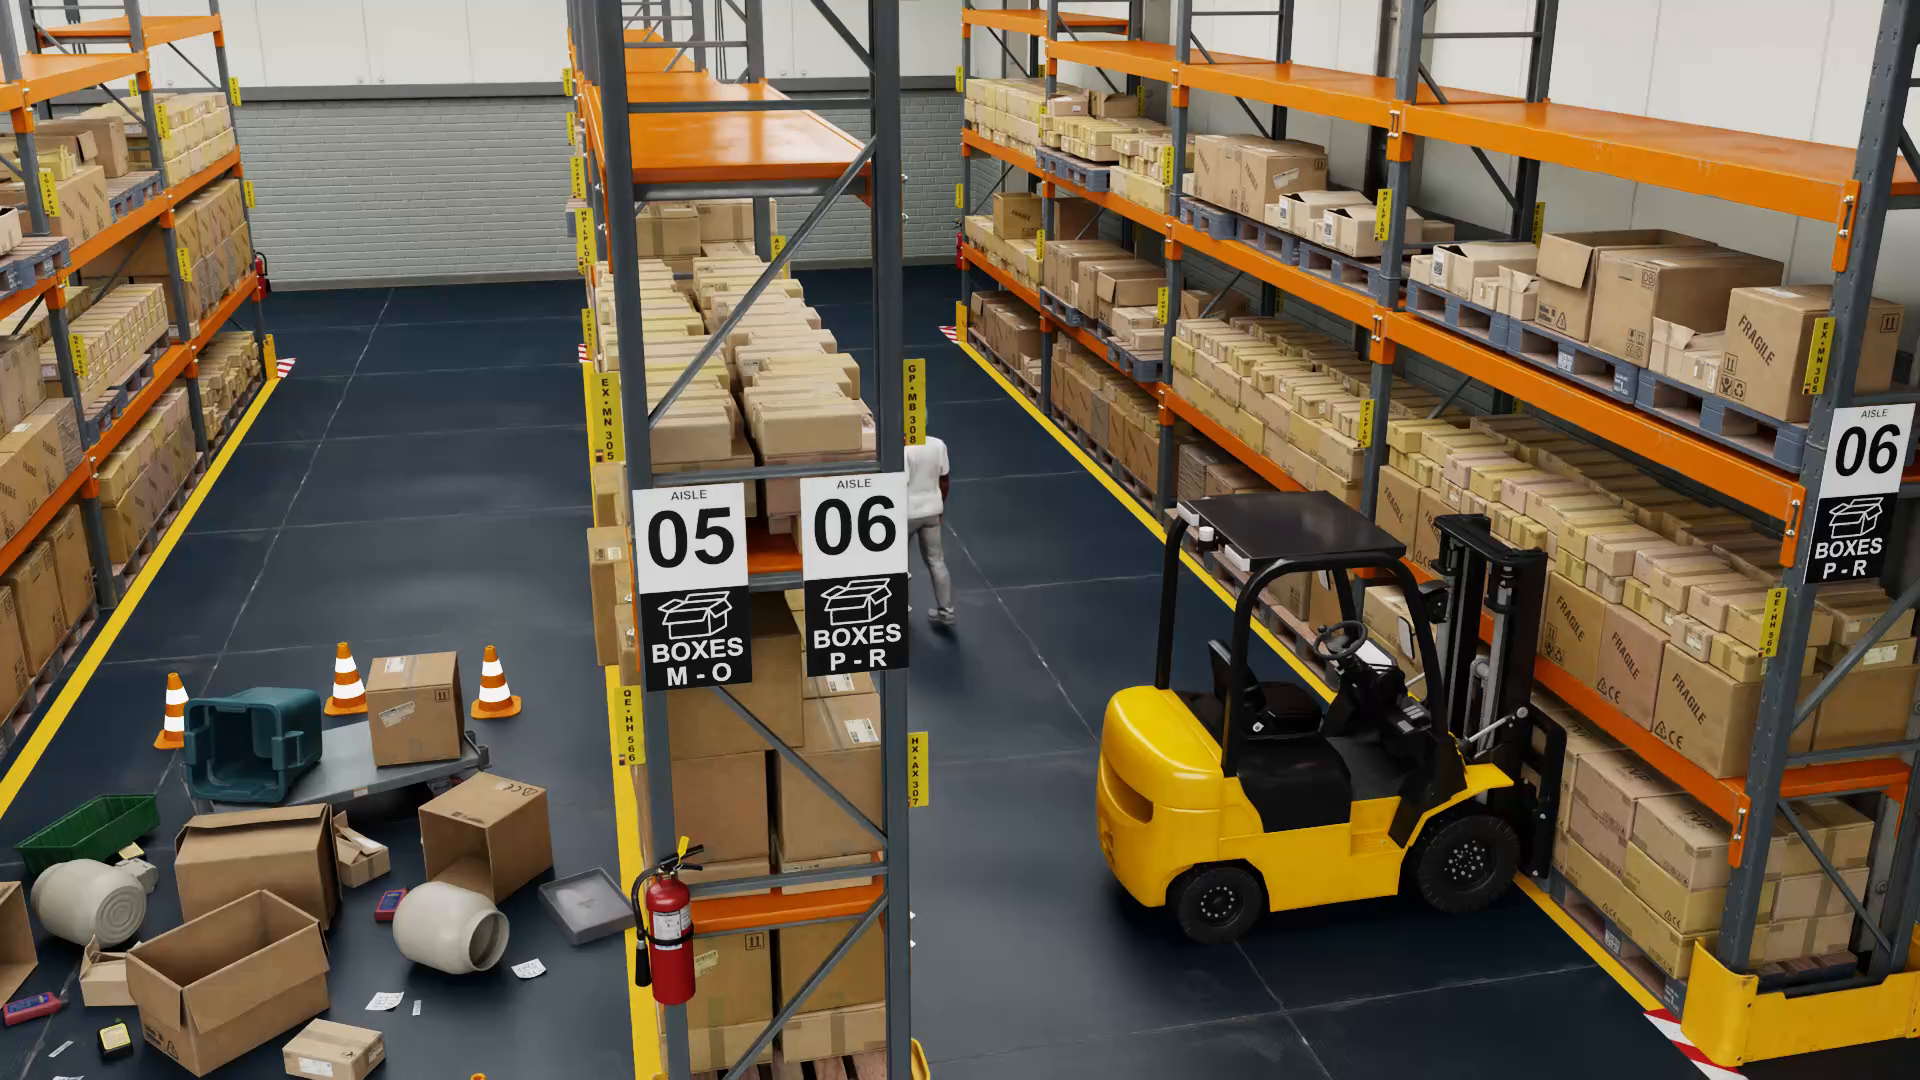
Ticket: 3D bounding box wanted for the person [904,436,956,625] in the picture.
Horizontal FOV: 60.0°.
[{"bbox_3d":[-0.334,-0.233,13.046,0.593,1.717,1.037,-11,22,-29],"label":"person"}]
